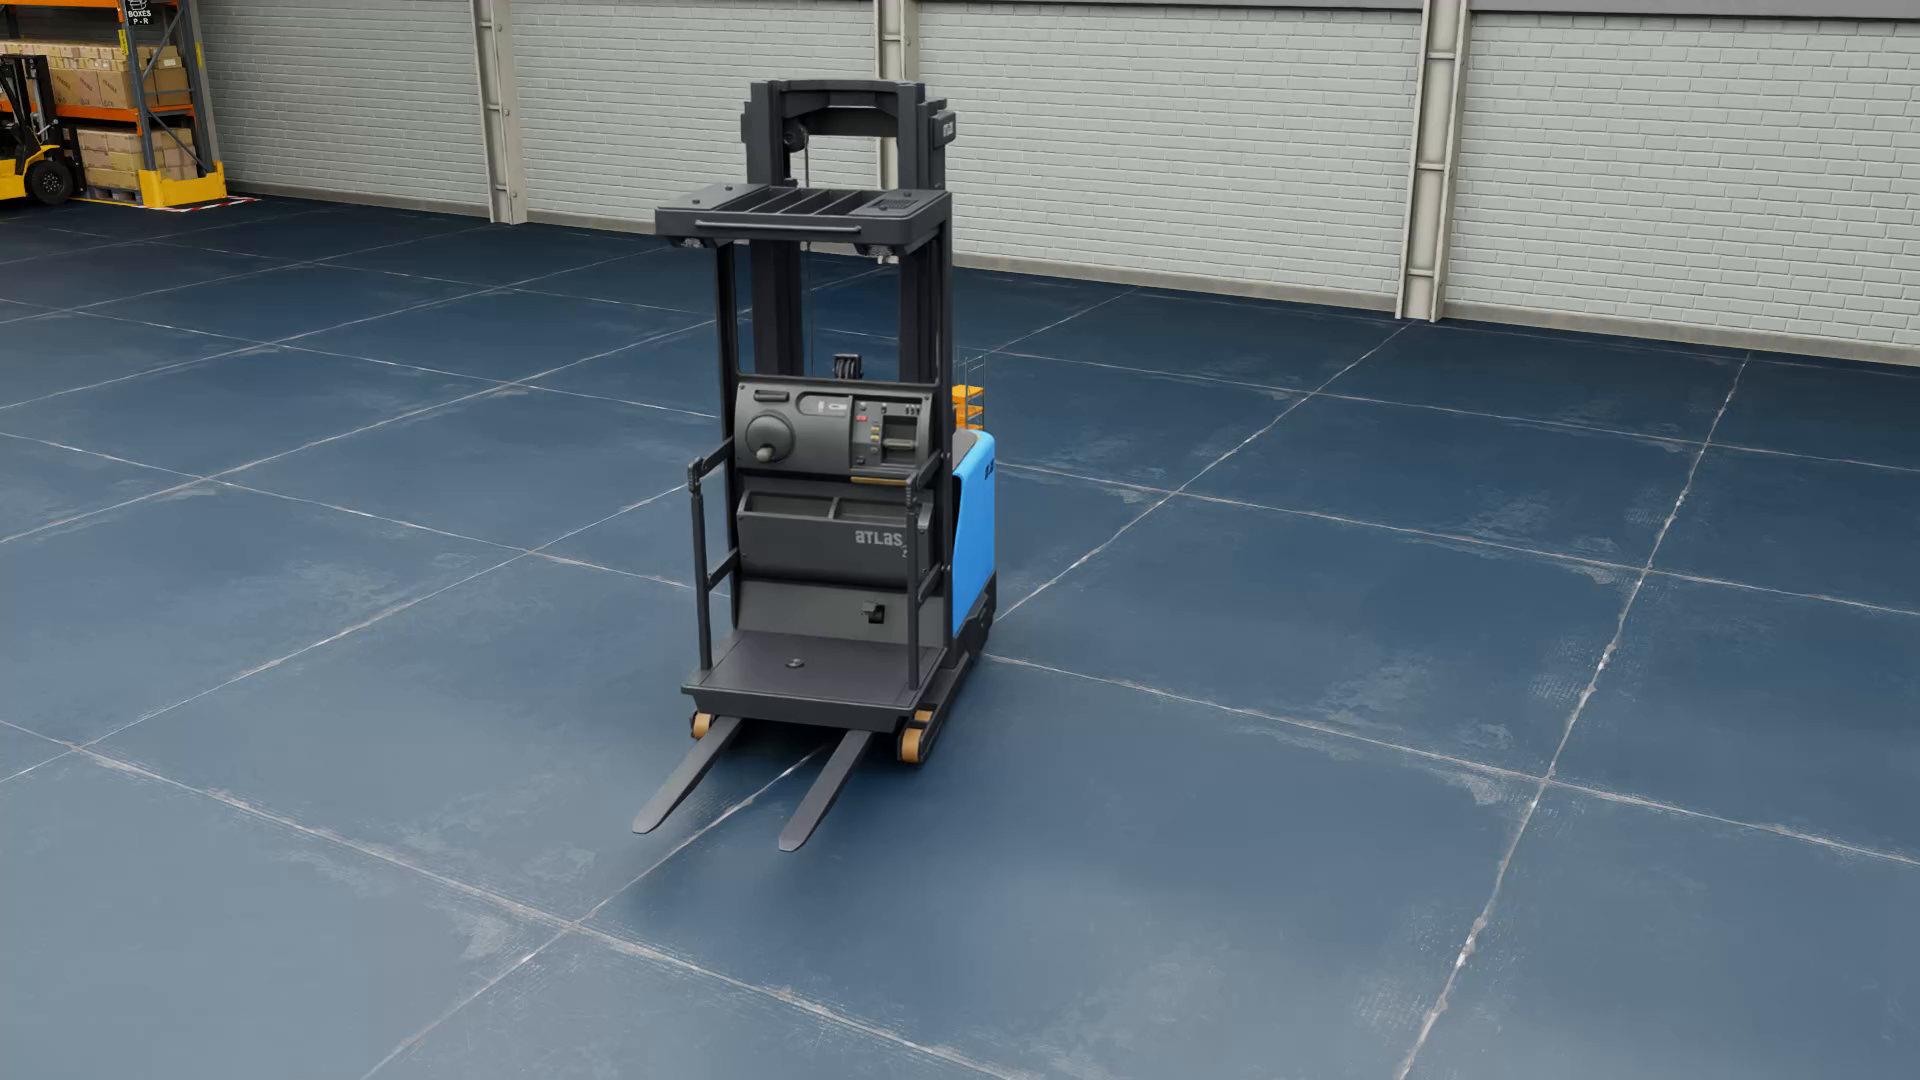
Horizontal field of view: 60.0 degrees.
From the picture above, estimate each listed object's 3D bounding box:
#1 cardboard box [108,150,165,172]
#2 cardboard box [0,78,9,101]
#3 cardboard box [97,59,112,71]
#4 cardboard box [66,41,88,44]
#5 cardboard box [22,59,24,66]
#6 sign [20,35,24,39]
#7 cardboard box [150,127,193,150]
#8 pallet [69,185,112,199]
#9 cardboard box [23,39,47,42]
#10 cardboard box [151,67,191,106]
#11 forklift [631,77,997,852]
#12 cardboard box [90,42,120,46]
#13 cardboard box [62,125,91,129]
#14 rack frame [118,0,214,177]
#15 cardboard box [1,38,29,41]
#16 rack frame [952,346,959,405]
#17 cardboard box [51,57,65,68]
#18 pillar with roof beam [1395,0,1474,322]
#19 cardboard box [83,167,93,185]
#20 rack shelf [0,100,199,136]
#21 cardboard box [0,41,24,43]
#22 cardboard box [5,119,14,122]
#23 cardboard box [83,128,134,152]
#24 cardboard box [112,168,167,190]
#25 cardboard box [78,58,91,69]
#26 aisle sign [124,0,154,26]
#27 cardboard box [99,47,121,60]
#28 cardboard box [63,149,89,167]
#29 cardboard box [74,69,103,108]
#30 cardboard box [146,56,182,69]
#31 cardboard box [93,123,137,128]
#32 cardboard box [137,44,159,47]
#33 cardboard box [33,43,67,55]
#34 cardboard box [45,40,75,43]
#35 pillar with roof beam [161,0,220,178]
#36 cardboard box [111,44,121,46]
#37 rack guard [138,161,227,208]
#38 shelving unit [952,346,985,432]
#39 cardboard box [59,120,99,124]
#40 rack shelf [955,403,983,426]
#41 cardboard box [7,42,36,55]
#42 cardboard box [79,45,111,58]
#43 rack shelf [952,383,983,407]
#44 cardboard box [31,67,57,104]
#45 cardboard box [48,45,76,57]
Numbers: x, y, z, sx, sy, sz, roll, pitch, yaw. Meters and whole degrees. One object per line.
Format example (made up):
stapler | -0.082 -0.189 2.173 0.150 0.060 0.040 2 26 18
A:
cardboard box | -11.587 -5.349 23.396 0.500 0.250 0.500 10 22 27
cardboard box | -13.779 -6.701 24.292 0.500 0.500 0.500 11 23 28
cardboard box | -11.687 -6.581 23.012 0.250 0.149 0.380 11 23 28
cardboard box | -12.768 -7.141 24.119 0.250 0.149 0.380 12 23 29
cardboard box | -13.248 -6.886 23.851 0.250 0.149 0.380 10 22 26
sign | -14.232 -7.496 25.247 0.005 0.325 0.100 11 23 27
cardboard box | -11.337 -5.733 23.720 0.500 0.250 0.500 10 22 26
pallet | -12.759 -5.229 24.470 1.213 0.211 1.003 11 23 27
cardboard box | -13.639 -7.321 24.615 0.250 0.149 0.380 11 22 27
cardboard box | -11.307 -6.434 23.556 0.500 0.500 0.500 12 23 29
forklift | -0.631 -0.498 7.440 1.130 2.935 3.031 4 20 12
cardboard box | -12.280 -7.081 23.953 0.250 0.149 0.380 10 22 26
cardboard box | -12.896 -5.831 23.991 0.500 0.250 0.500 10 22 26
rack frame | -11.010 -6.222 23.118 0.127 3.000 1.000 11 23 27
cardboard box | -14.076 -7.415 24.875 0.250 0.149 0.380 11 23 27
rack frame | -0.067 -0.577 10.196 0.006 1.200 0.240 11 23 27
cardboard box | -12.581 -6.754 23.487 0.250 0.149 0.380 11 23 28
pillar with roof beam | 2.437 -5.151 11.368 0.400 9.000 9.100 11 23 27
cardboard box | -12.436 -5.282 23.944 0.500 0.250 0.500 11 23 28
rack shelf | -12.756 -6.216 24.157 4.000 0.370 1.077 11 23 27
cardboard box | -13.869 -7.181 24.228 0.250 0.149 0.380 10 22 26
cardboard box | -14.232 -6.088 24.699 0.500 0.250 0.500 10 22 26
cardboard box | -12.012 -5.663 23.529 0.500 0.250 0.500 11 23 28
cardboard box | -11.574 -5.110 23.471 0.500 0.250 0.500 11 23 28
cardboard box | -12.094 -6.687 23.304 0.250 0.149 0.380 11 22 27
aisle sign | -11.096 -7.345 22.403 0.004 0.787 0.394 11 23 27
cardboard box | -11.656 -6.742 23.018 0.250 0.149 0.380 11 23 27
cardboard box | -12.481 -5.515 23.855 0.500 0.250 0.500 10 22 26
cardboard box | -12.016 -6.361 23.356 0.500 0.500 0.500 12 23 29
cardboard box | -11.179 -6.707 23.358 0.250 0.149 0.380 10 22 26
cardboard box | -12.206 -5.901 24.184 0.500 0.250 0.500 11 22 27
cardboard box | -11.400 -6.896 23.442 0.250 0.149 0.380 12 23 29
cardboard box | -12.979 -7.010 23.758 0.250 0.149 0.380 11 23 28
cardboard box | -13.174 -7.249 24.417 0.250 0.149 0.380 10 22 26
pillar with roof beam | -13.277 -8.144 19.621 0.400 9.000 9.100 11 23 27
cardboard box | -11.857 -6.972 23.651 0.250 0.149 0.380 11 23 28
rack guard | -10.989 -5.042 23.533 0.348 0.500 1.175 11 23 27
shelving unit | 0.013 -0.562 10.154 0.189 1.200 0.258 11 23 27
cardboard box | -13.093 -6.069 24.649 0.500 0.250 0.500 11 23 28
rack shelf | 0.013 -0.745 10.087 0.180 0.103 0.258 11 23 27
cardboard box | -13.454 -7.072 23.929 0.250 0.149 0.380 10 22 26
cardboard box | -12.078 -6.841 23.291 0.250 0.149 0.380 11 23 28
rack shelf | 0.013 -0.858 10.046 0.180 0.103 0.258 11 23 27
cardboard box | -12.908 -6.527 23.812 0.500 0.500 0.500 11 23 28
cardboard box | -12.588 -6.893 23.433 0.250 0.149 0.380 11 23 28
